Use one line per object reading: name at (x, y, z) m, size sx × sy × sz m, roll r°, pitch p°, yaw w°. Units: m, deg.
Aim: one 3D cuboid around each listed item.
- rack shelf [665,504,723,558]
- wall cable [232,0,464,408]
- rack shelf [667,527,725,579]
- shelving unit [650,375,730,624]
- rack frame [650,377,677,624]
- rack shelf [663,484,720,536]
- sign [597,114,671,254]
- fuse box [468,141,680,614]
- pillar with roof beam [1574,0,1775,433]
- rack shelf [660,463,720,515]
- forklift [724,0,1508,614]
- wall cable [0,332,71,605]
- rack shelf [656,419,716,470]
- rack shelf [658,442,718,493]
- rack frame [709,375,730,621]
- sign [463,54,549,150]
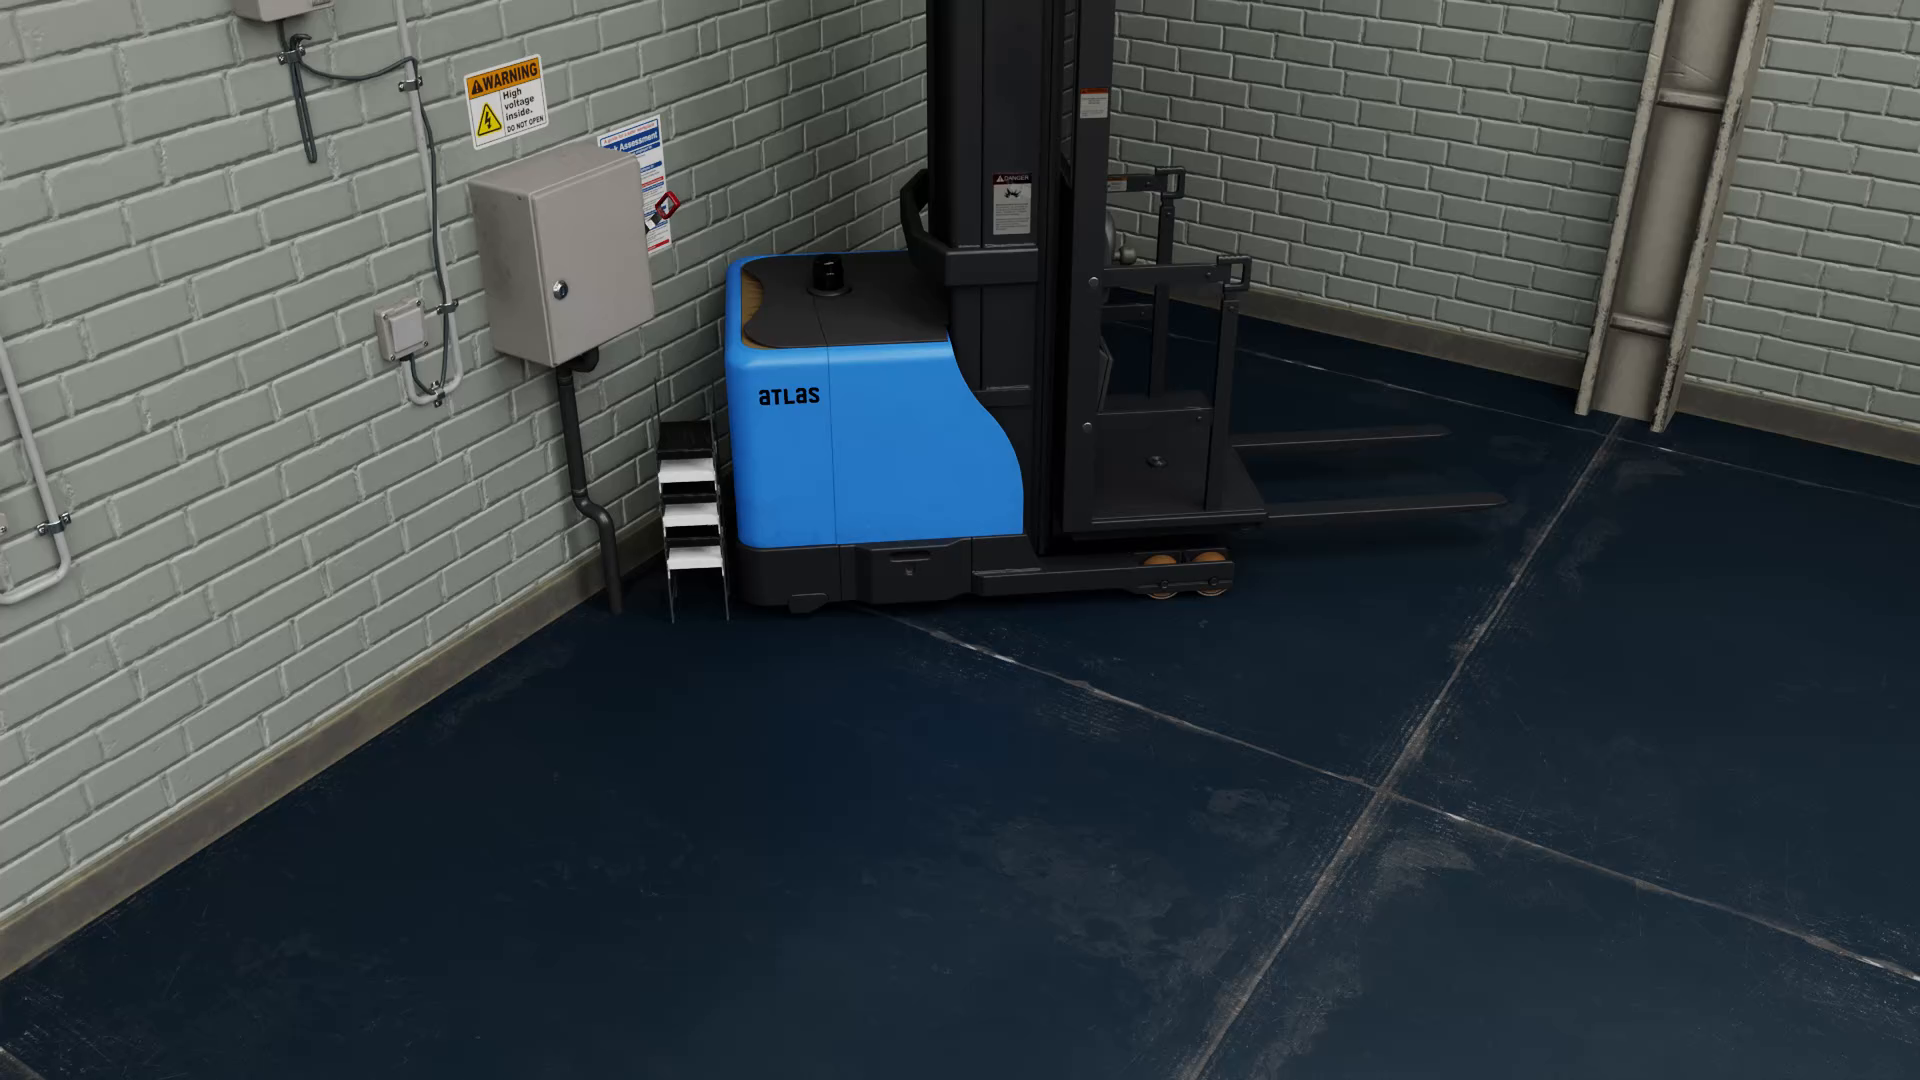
rack shelf at (-0.982, -0.035, 6.162) m, size 0.200 × 0.077 × 0.258 m, roll -3°, pitch 30°, yaw -5°
wall cable at (-1.759, -1.223, 4.862) m, size 0.122 × 1.984 × 0.588 m, roll 18°, pitch 35°, yaw 27°
rack shelf at (-0.982, 0.043, 6.207) m, size 0.200 × 0.077 × 0.258 m, roll -3°, pitch 30°, yaw -5°
shelving unit at (-0.982, -0.142, 6.100) m, size 0.210 × 0.900 × 0.258 m, roll -3°, pitch 30°, yaw -5°
rack frame at (-1.083, -0.137, 6.091) m, size 0.006 × 0.900 × 0.240 m, roll -3°, pitch 30°, yaw -5°
rack shelf at (-0.982, -0.113, 6.116) m, size 0.200 × 0.077 × 0.258 m, roll -3°, pitch 30°, yaw -5°
sign at (-1.175, -1.259, 6.026) m, size 0.001 × 0.494 × 0.329 m, roll 18°, pitch 35°, yaw 27°
fuse box at (-1.262, -0.477, 5.870) m, size 0.414 × 1.711 × 0.539 m, roll 18°, pitch 35°, yaw 27°
pillar with roof beam at (0.828, -2.656, 2.373) m, size 0.400 × 9.000 × 9.100 m, roll 18°, pitch 35°, yaw 27°
rack shelf at (-0.982, -0.190, 6.071) m, size 0.200 × 0.077 × 0.258 m, roll -3°, pitch 30°, yaw -5°
forklift at (0.624, -1.302, 6.074) m, size 3.031 × 2.935 × 1.130 m, roll -3°, pitch 30°, yaw -6°
wall cable at (-2.503, -0.629, 3.811) m, size 0.123 × 1.953 × 0.585 m, roll 18°, pitch 35°, yaw 27°
rack shelf at (-0.982, -0.346, 5.980) m, size 0.200 × 0.077 × 0.258 m, roll -3°, pitch 30°, yaw -5°
rack shelf at (-0.982, -0.268, 6.026) m, size 0.200 × 0.077 × 0.258 m, roll -3°, pitch 30°, yaw -5°
rack frame at (-0.881, -0.146, 6.108) m, size 0.006 × 0.900 × 0.240 m, roll -3°, pitch 30°, yaw -5°
sign at (-1.467, -1.422, 5.392) m, size 0.001 × 0.242 × 0.339 m, roll 18°, pitch 35°, yaw 27°
